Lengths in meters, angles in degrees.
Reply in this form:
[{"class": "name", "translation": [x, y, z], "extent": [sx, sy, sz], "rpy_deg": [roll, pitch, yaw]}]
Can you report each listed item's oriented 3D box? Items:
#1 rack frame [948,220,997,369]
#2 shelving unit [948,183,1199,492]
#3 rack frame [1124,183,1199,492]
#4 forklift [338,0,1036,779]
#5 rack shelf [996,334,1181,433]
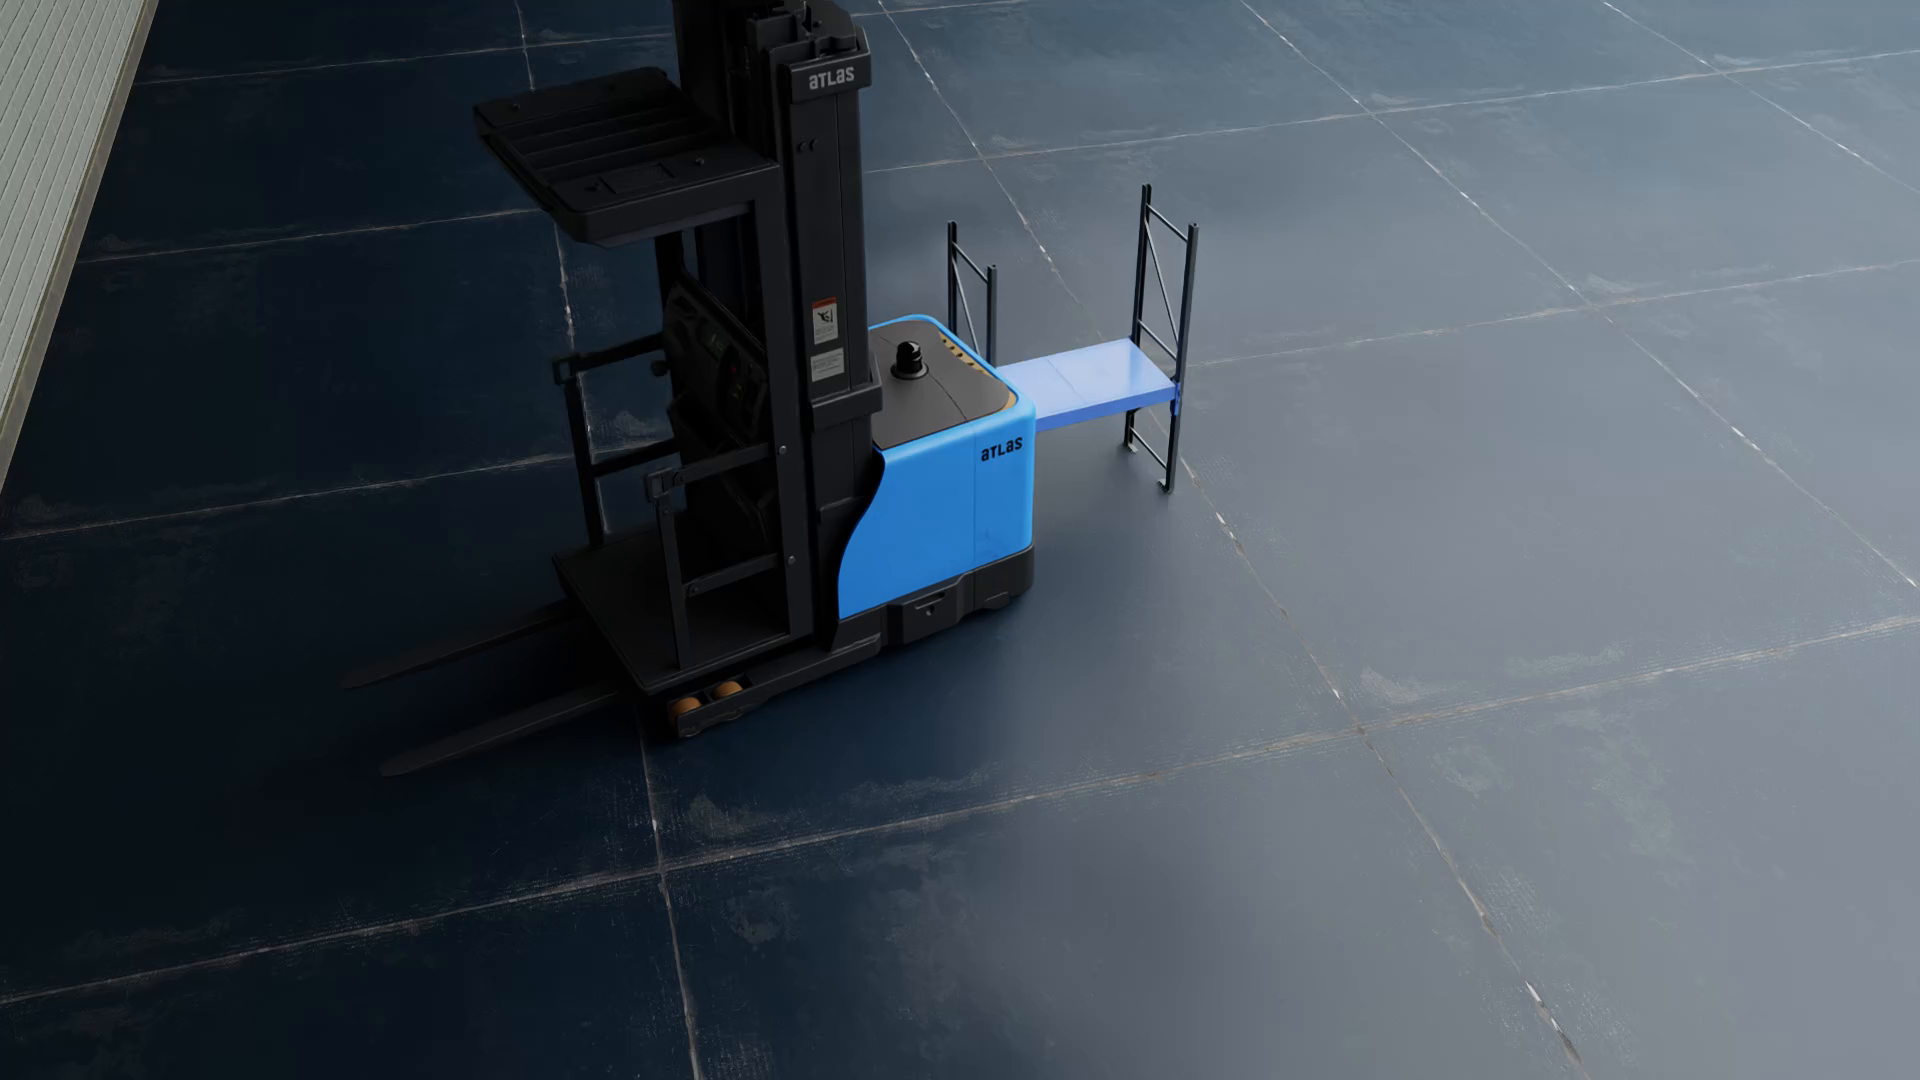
[{"class": "rack frame", "translation": [0.054, -0.741, 7.964], "extent": [0.032, 1.500, 0.500], "rpy_deg": [-15, 40, -18]}, {"class": "shelving unit", "translation": [0.522, -0.862, 8.122], "extent": [1.048, 1.500, 0.538], "rpy_deg": [-15, 40, -18]}, {"class": "rack frame", "translation": [0.989, -0.983, 8.280], "extent": [0.032, 1.500, 0.500], "rpy_deg": [-15, 40, -18]}, {"class": "forklift", "translation": [-1.180, -0.690, 6.719], "extent": [3.031, 2.935, 1.130], "rpy_deg": [-20, 42, -24]}, {"class": "rack shelf", "translation": [0.522, -0.719, 8.232], "extent": [1.000, 0.185, 0.538], "rpy_deg": [-15, 40, -18]}]
